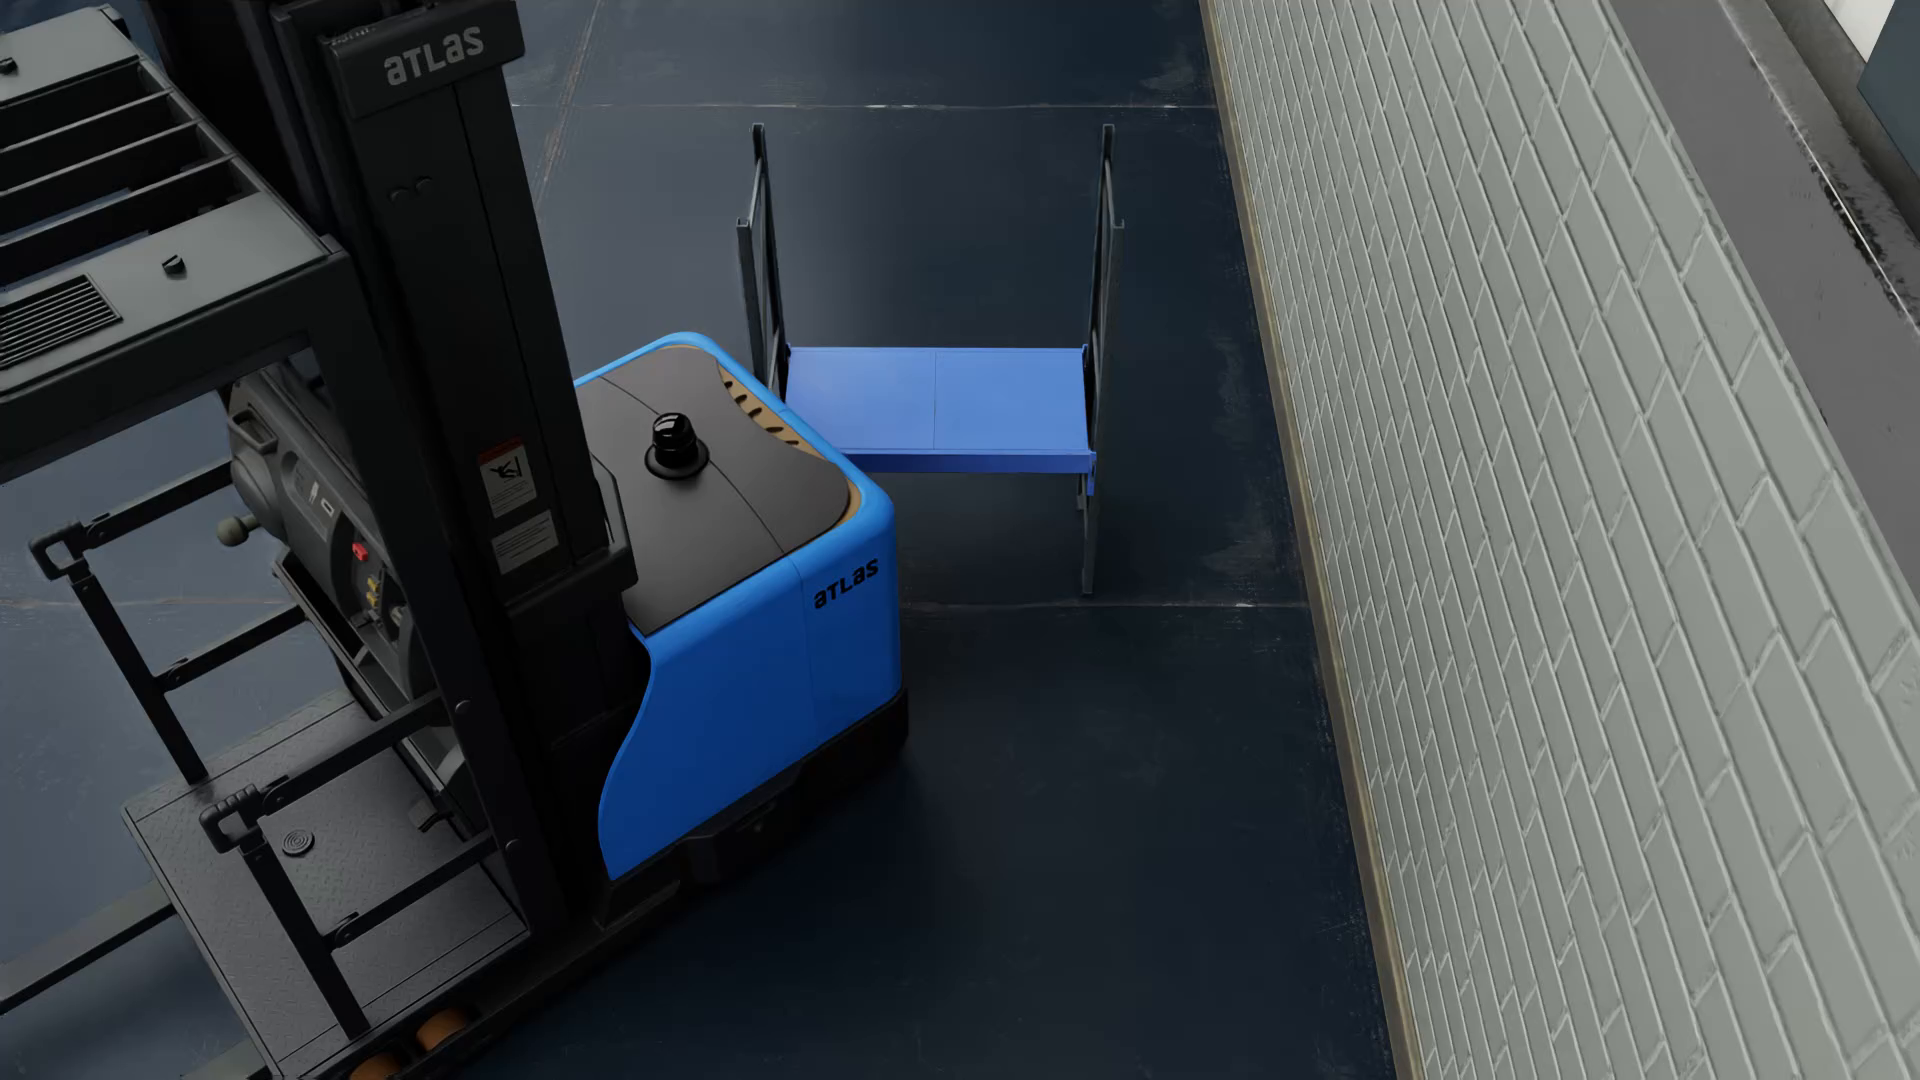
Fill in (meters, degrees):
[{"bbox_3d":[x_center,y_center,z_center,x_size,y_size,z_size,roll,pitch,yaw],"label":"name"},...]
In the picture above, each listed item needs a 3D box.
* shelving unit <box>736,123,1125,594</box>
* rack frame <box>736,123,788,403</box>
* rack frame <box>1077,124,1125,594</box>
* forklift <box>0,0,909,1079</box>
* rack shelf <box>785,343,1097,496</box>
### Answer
[{"bbox_3d":[-0.078,-0.515,5.205,1.048,1.500,0.538,0,47,0],"label":"shelving unit"},{"bbox_3d":[-0.587,-0.518,5.207,0.032,1.500,0.500,0,47,0],"label":"rack frame"},{"bbox_3d":[0.430,-0.513,5.202,0.032,1.500,0.500,0,47,0],"label":"rack frame"},{"bbox_3d":[-1.611,0.059,3.692,3.031,2.935,1.130,-32,55,-26],"label":"forklift"},{"bbox_3d":[-0.078,-0.393,5.337,1.000,0.185,0.538,0,47,0],"label":"rack shelf"}]
